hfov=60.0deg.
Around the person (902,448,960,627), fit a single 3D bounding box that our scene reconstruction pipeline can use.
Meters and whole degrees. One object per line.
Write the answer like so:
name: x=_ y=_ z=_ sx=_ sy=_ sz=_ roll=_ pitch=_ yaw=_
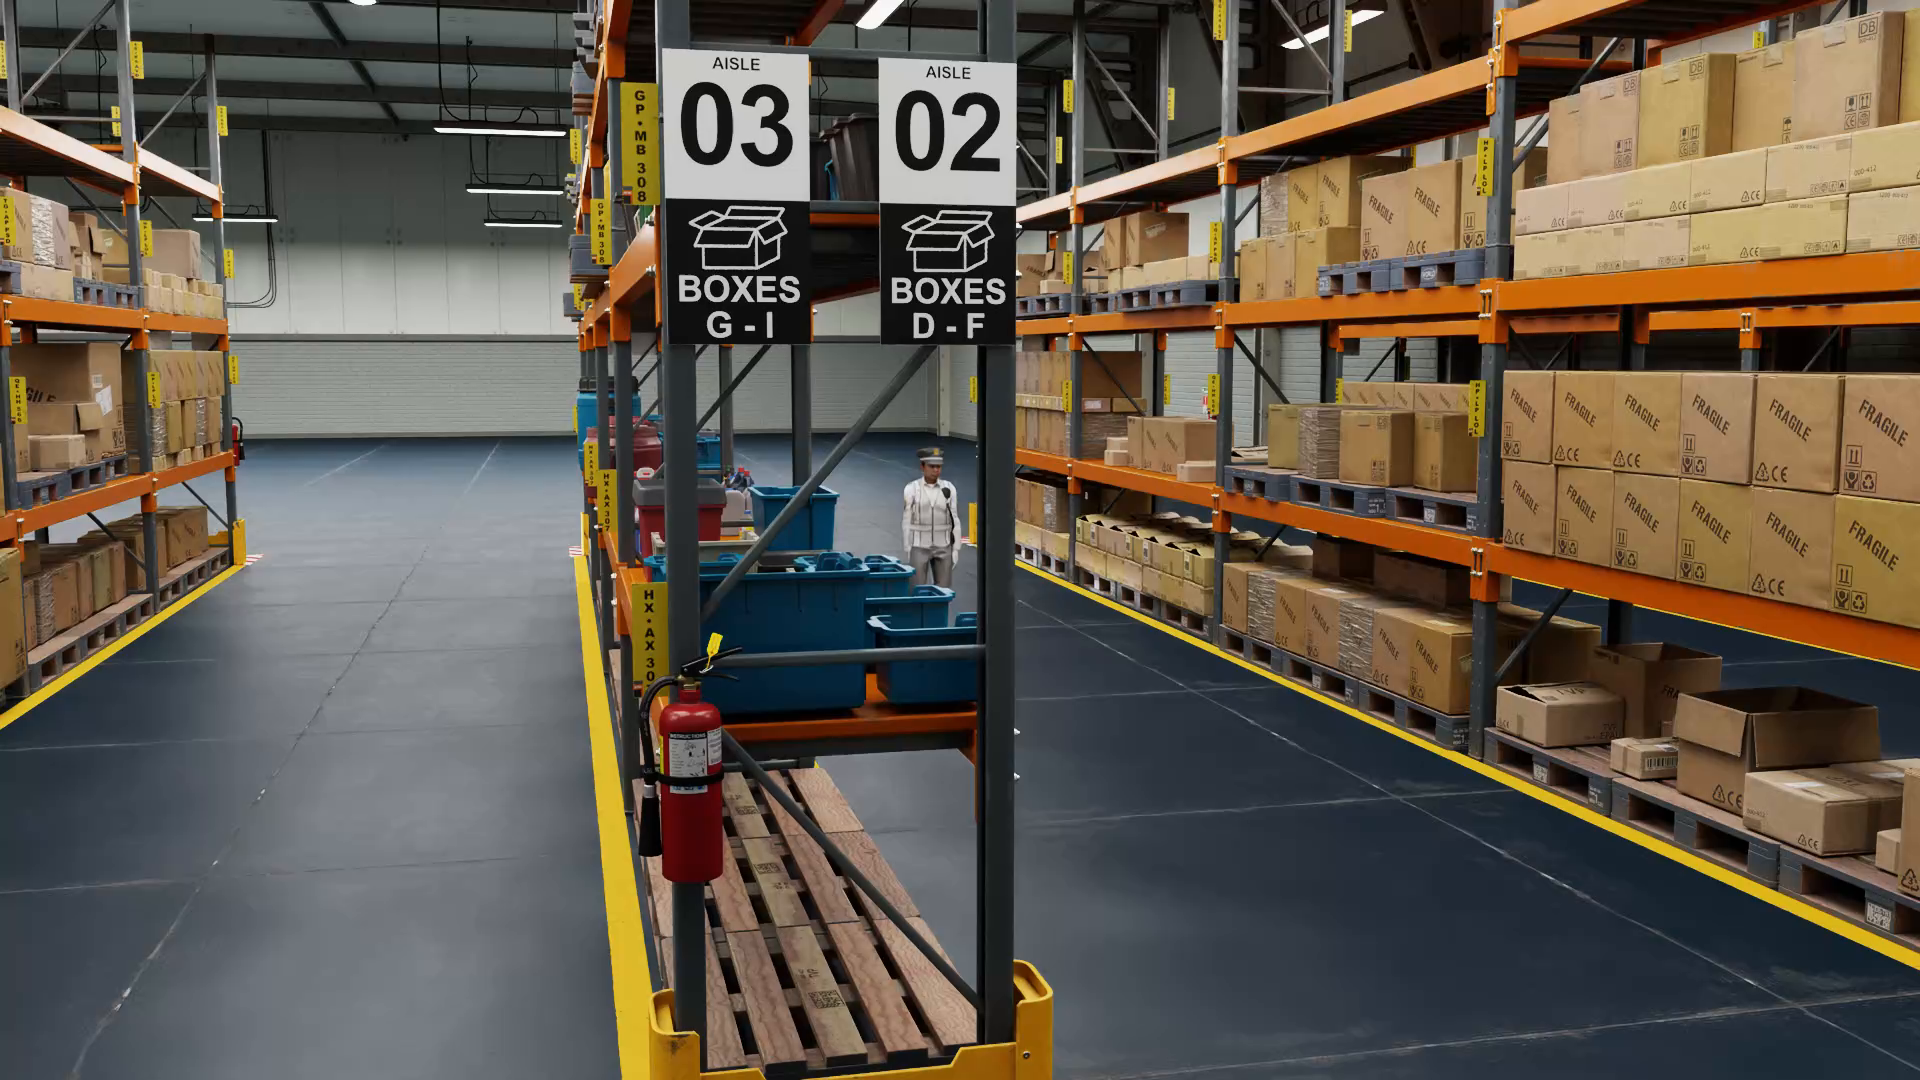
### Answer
person: x=-0.222 y=0.094 z=13.299 sx=0.467 sy=1.672 sz=0.331 roll=-1 pitch=6 yaw=-12
